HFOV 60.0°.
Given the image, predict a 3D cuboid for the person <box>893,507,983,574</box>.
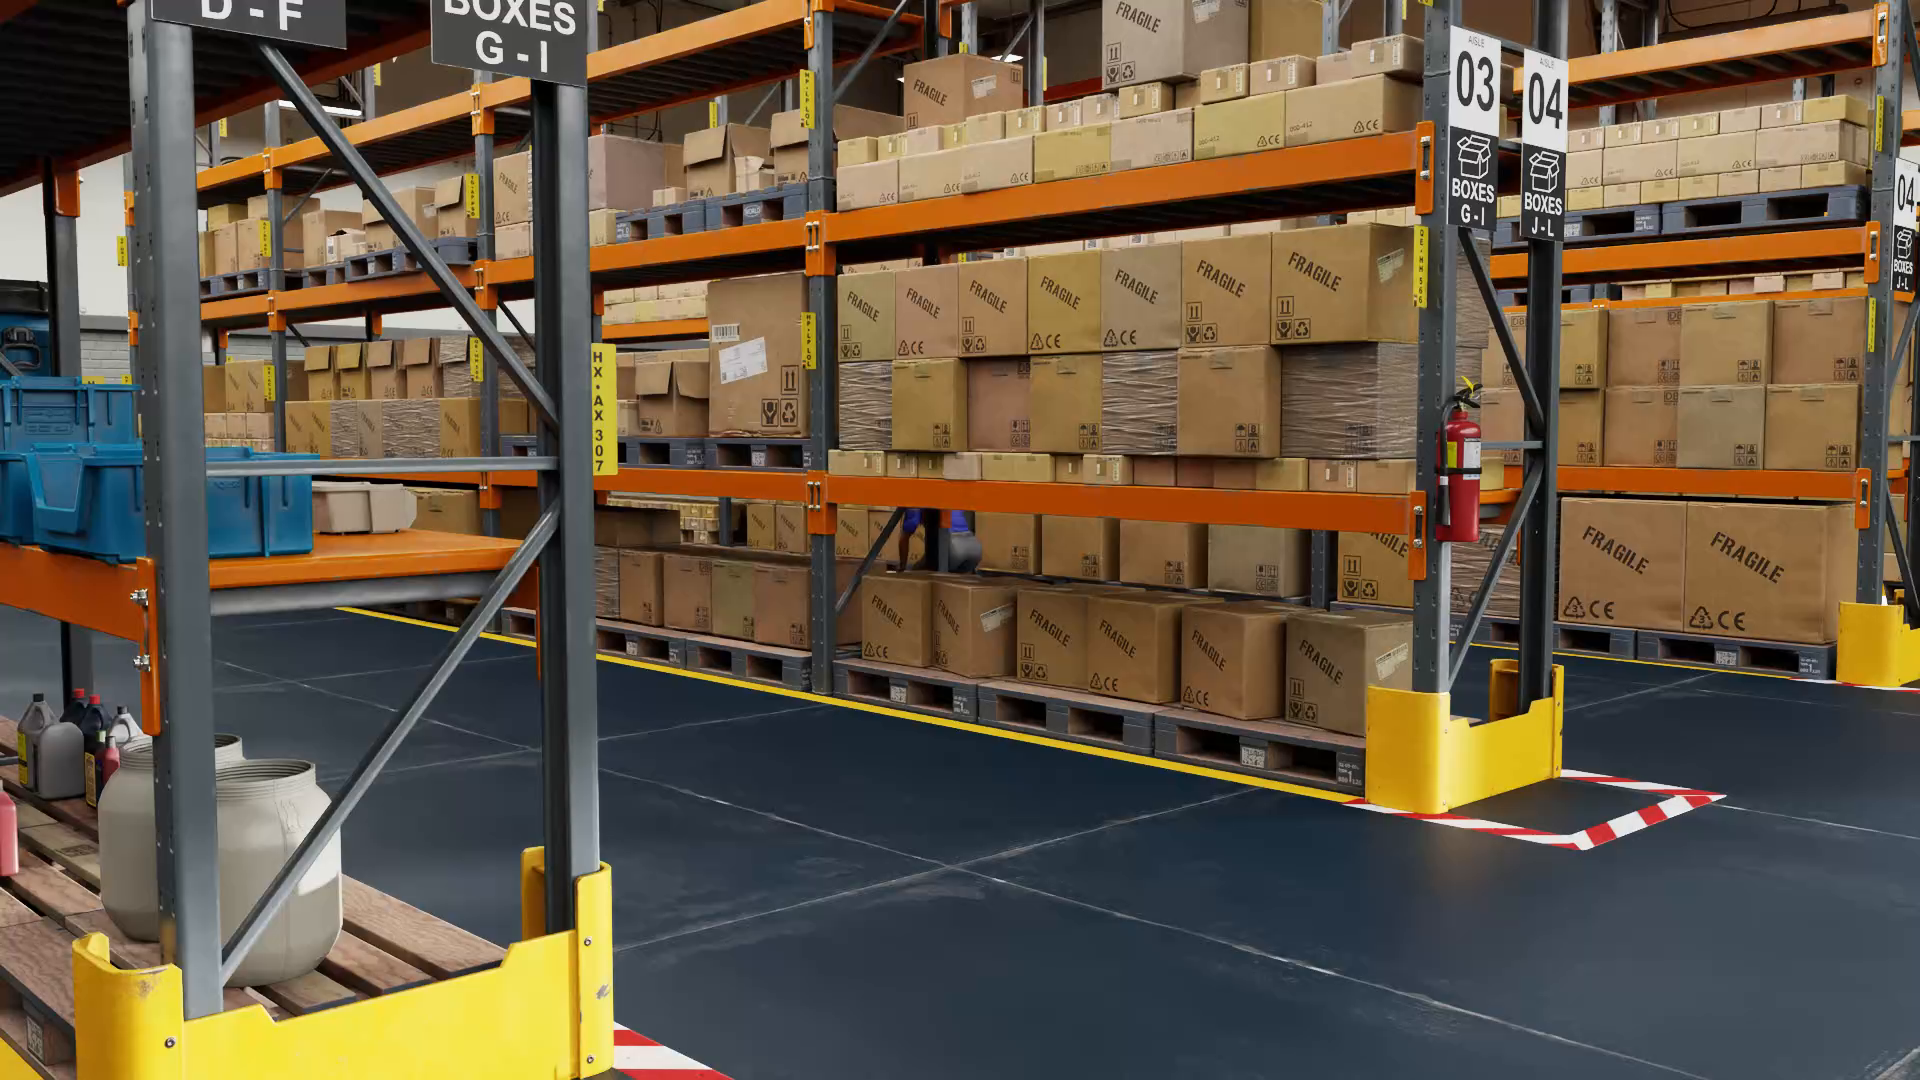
[{"bbox_3d":[-0.180,0.116,12.583,0.501,1.223,0.706,-4,6,-44],"label":"person"}]
